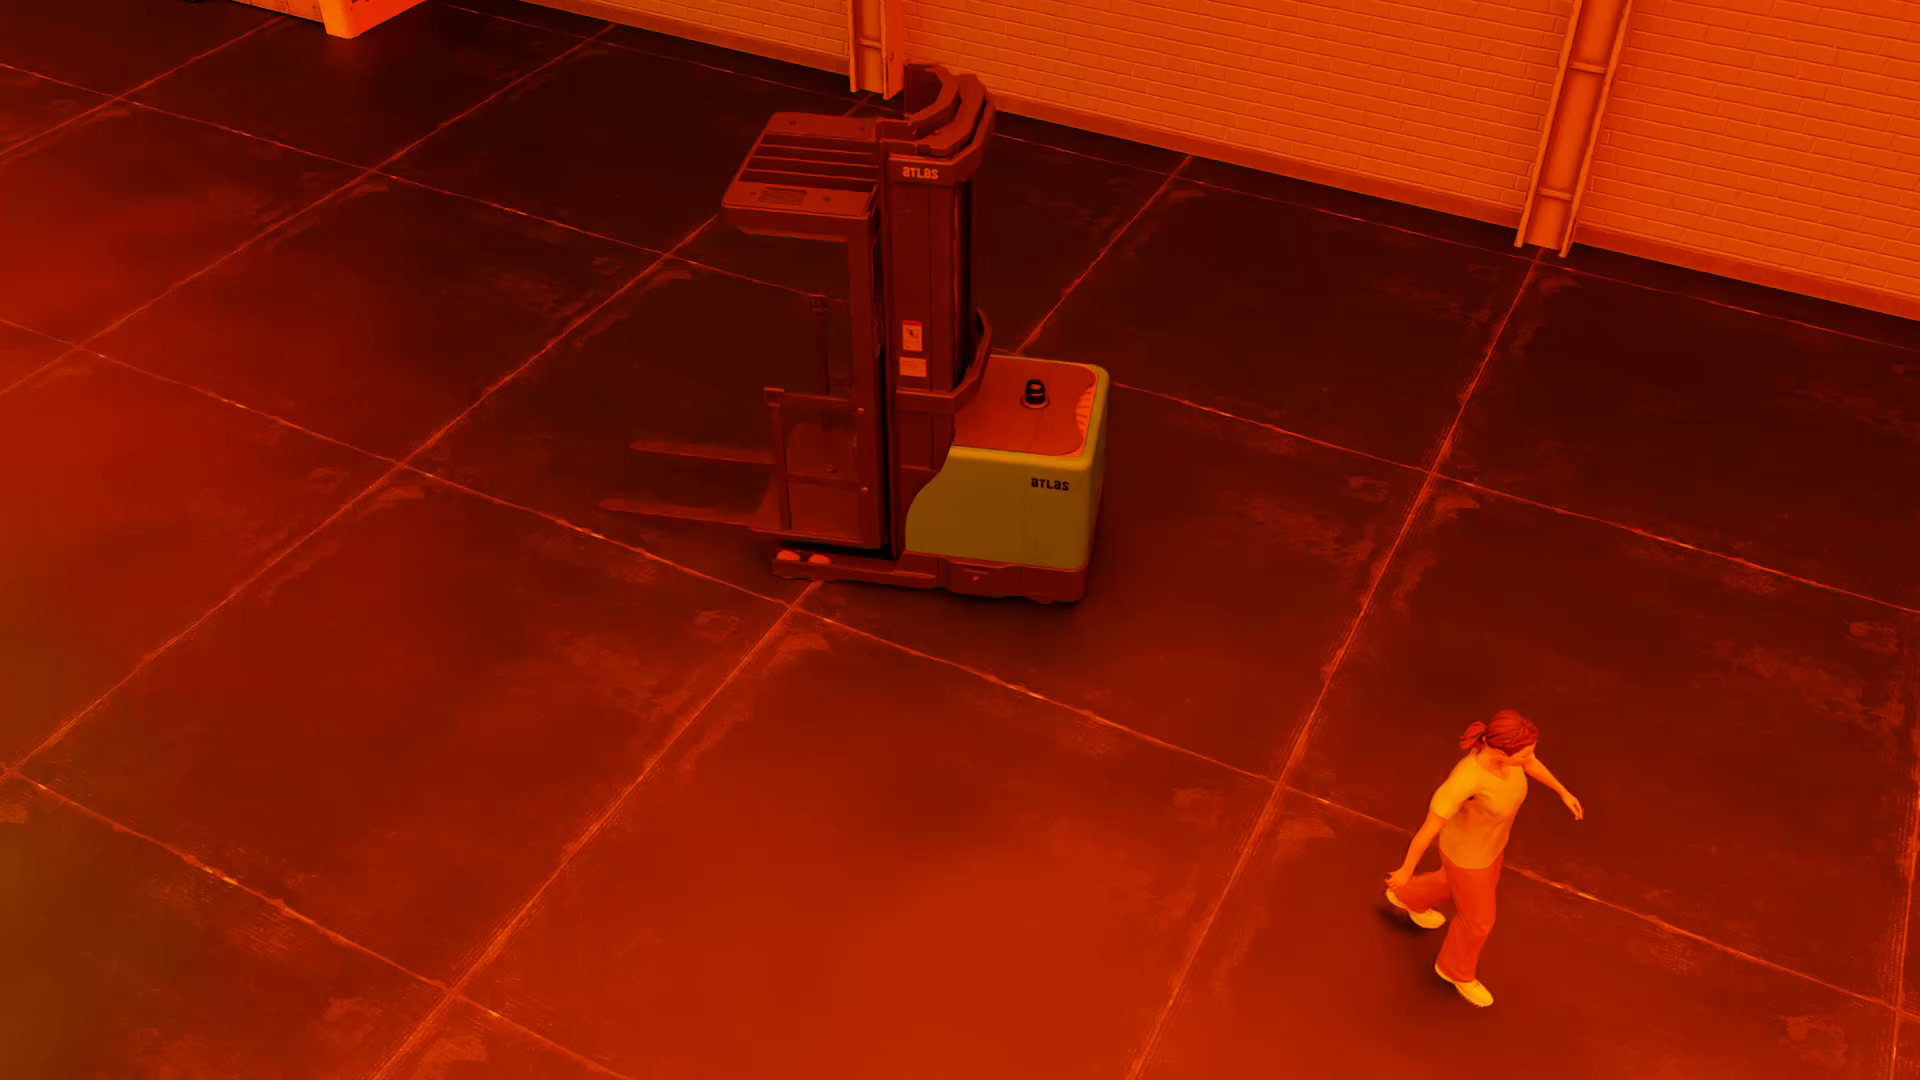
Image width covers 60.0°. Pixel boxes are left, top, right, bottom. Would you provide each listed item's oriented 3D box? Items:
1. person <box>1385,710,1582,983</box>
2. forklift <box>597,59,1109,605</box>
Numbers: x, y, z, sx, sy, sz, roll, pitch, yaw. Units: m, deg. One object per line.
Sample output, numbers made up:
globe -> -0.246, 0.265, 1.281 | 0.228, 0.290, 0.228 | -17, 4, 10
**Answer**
person -> 2.275, 1.329, 7.349 | 0.651, 1.585, 0.807 | 28, 47, 29
forklift -> -0.673, -1.196, 9.407 | 3.031, 2.935, 1.130 | 7, 41, 8
